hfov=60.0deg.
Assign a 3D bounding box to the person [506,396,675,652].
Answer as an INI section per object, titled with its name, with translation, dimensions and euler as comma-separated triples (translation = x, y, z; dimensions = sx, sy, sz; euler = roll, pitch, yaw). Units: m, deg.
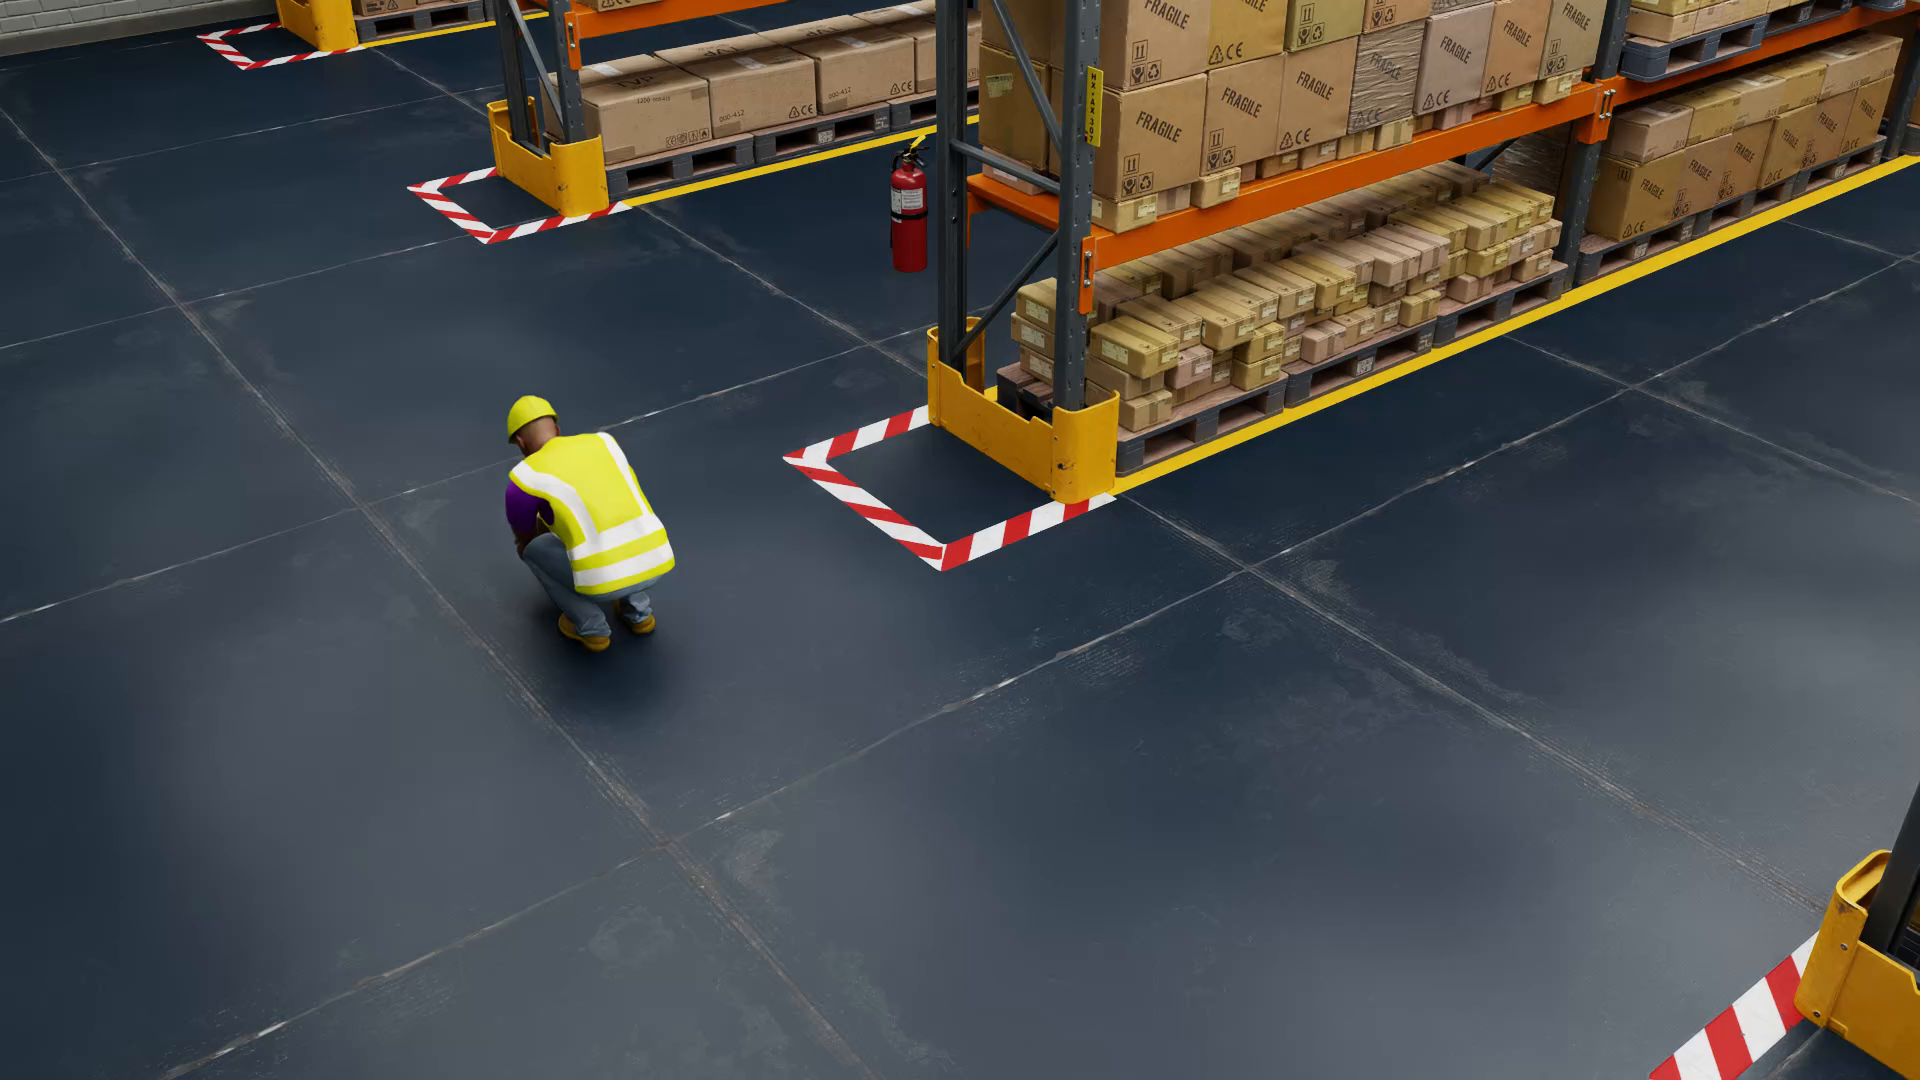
[person]
translation = -1.589, -0.076, 6.974
dimensions = 0.584, 0.994, 0.884
euler = -23, 38, -32
